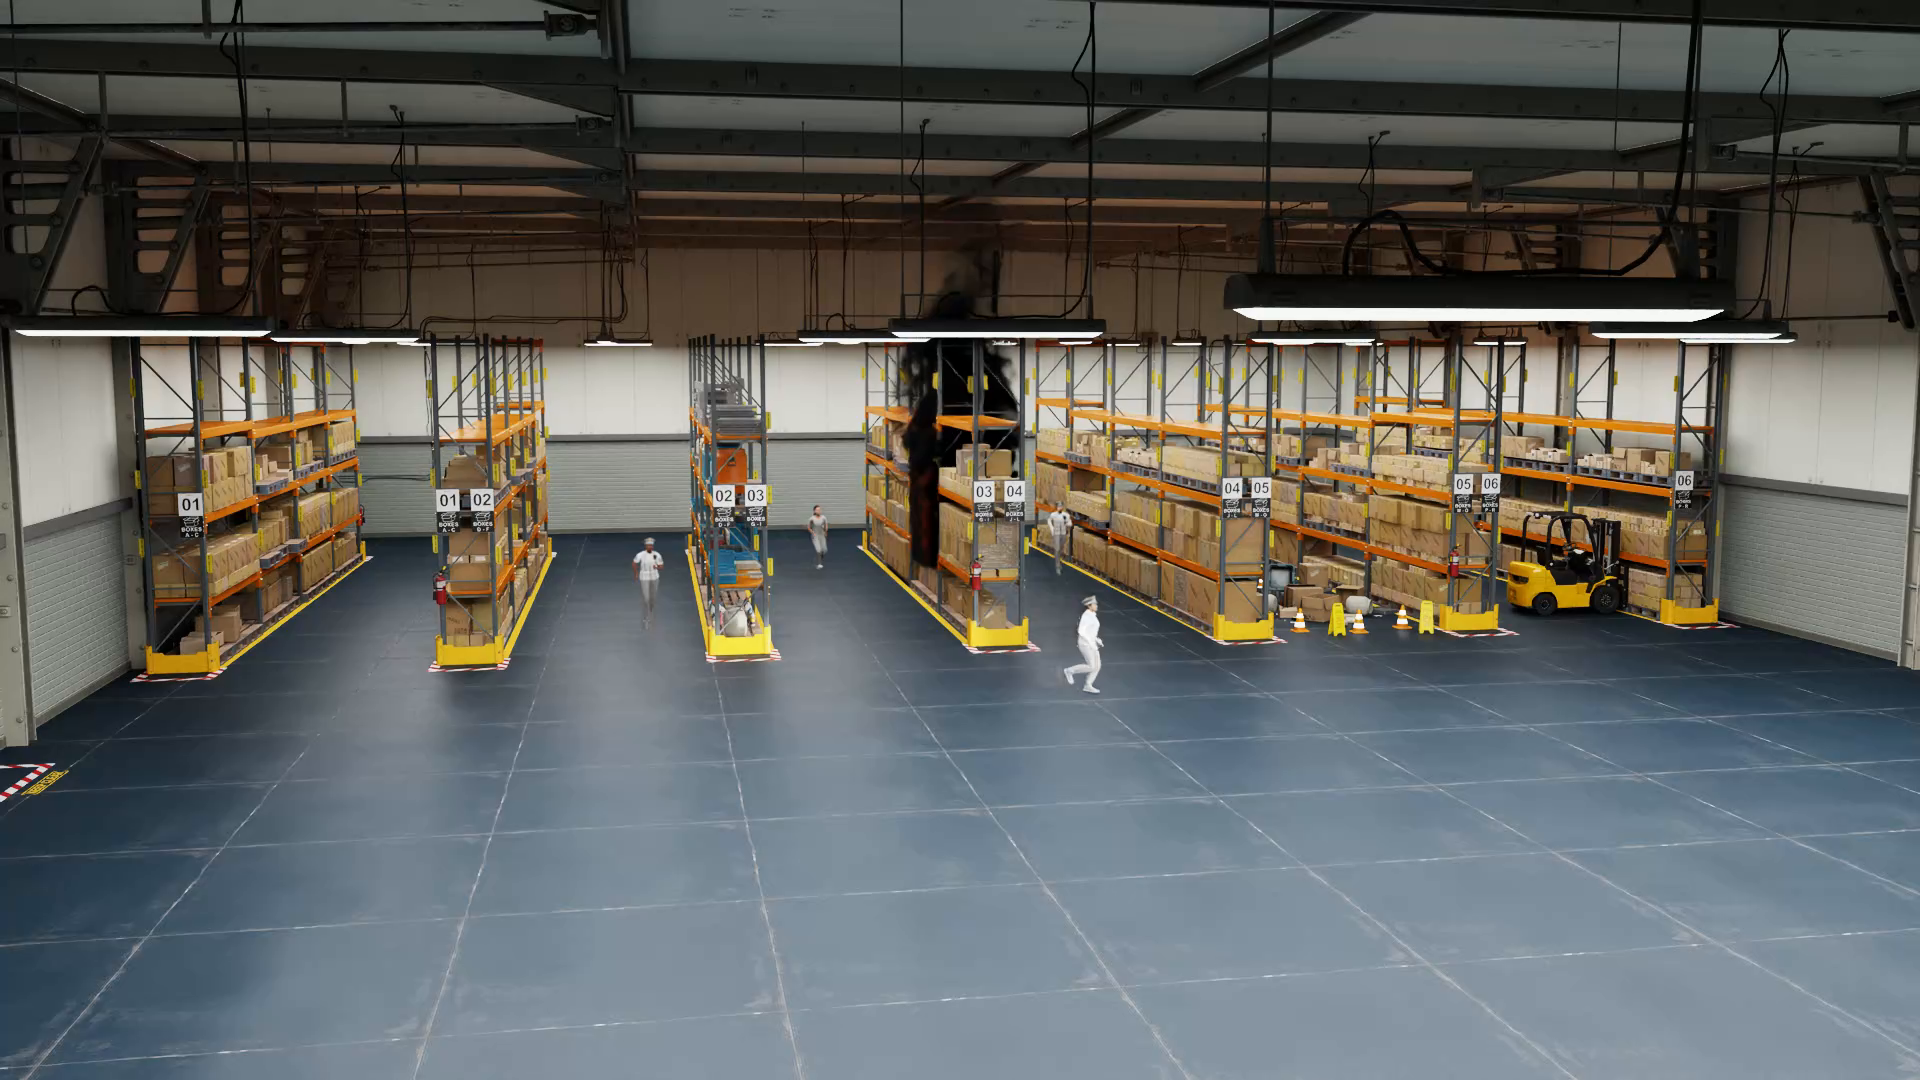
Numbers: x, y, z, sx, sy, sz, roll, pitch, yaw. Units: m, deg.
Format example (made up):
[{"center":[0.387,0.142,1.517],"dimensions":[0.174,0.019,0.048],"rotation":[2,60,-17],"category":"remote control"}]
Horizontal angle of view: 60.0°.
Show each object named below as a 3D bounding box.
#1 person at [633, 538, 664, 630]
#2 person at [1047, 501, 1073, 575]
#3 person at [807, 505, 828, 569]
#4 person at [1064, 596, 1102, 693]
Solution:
[{"center":[-6.131,0.841,32.824],"dimensions":[0.547,1.788,0.724],"rotation":[-3,7,-24],"category":"person"},{"center":[2.477,-0.065,40.936],"dimensions":[0.579,1.805,0.720],"rotation":[-1,7,-9],"category":"person"},{"center":[-3.524,-0.056,41.384],"dimensions":[0.541,1.623,0.525],"rotation":[-2,7,-19],"category":"person"},{"center":[2.065,1.734,27.831],"dimensions":[0.595,1.651,0.610],"rotation":[2,7,18],"category":"person"}]
